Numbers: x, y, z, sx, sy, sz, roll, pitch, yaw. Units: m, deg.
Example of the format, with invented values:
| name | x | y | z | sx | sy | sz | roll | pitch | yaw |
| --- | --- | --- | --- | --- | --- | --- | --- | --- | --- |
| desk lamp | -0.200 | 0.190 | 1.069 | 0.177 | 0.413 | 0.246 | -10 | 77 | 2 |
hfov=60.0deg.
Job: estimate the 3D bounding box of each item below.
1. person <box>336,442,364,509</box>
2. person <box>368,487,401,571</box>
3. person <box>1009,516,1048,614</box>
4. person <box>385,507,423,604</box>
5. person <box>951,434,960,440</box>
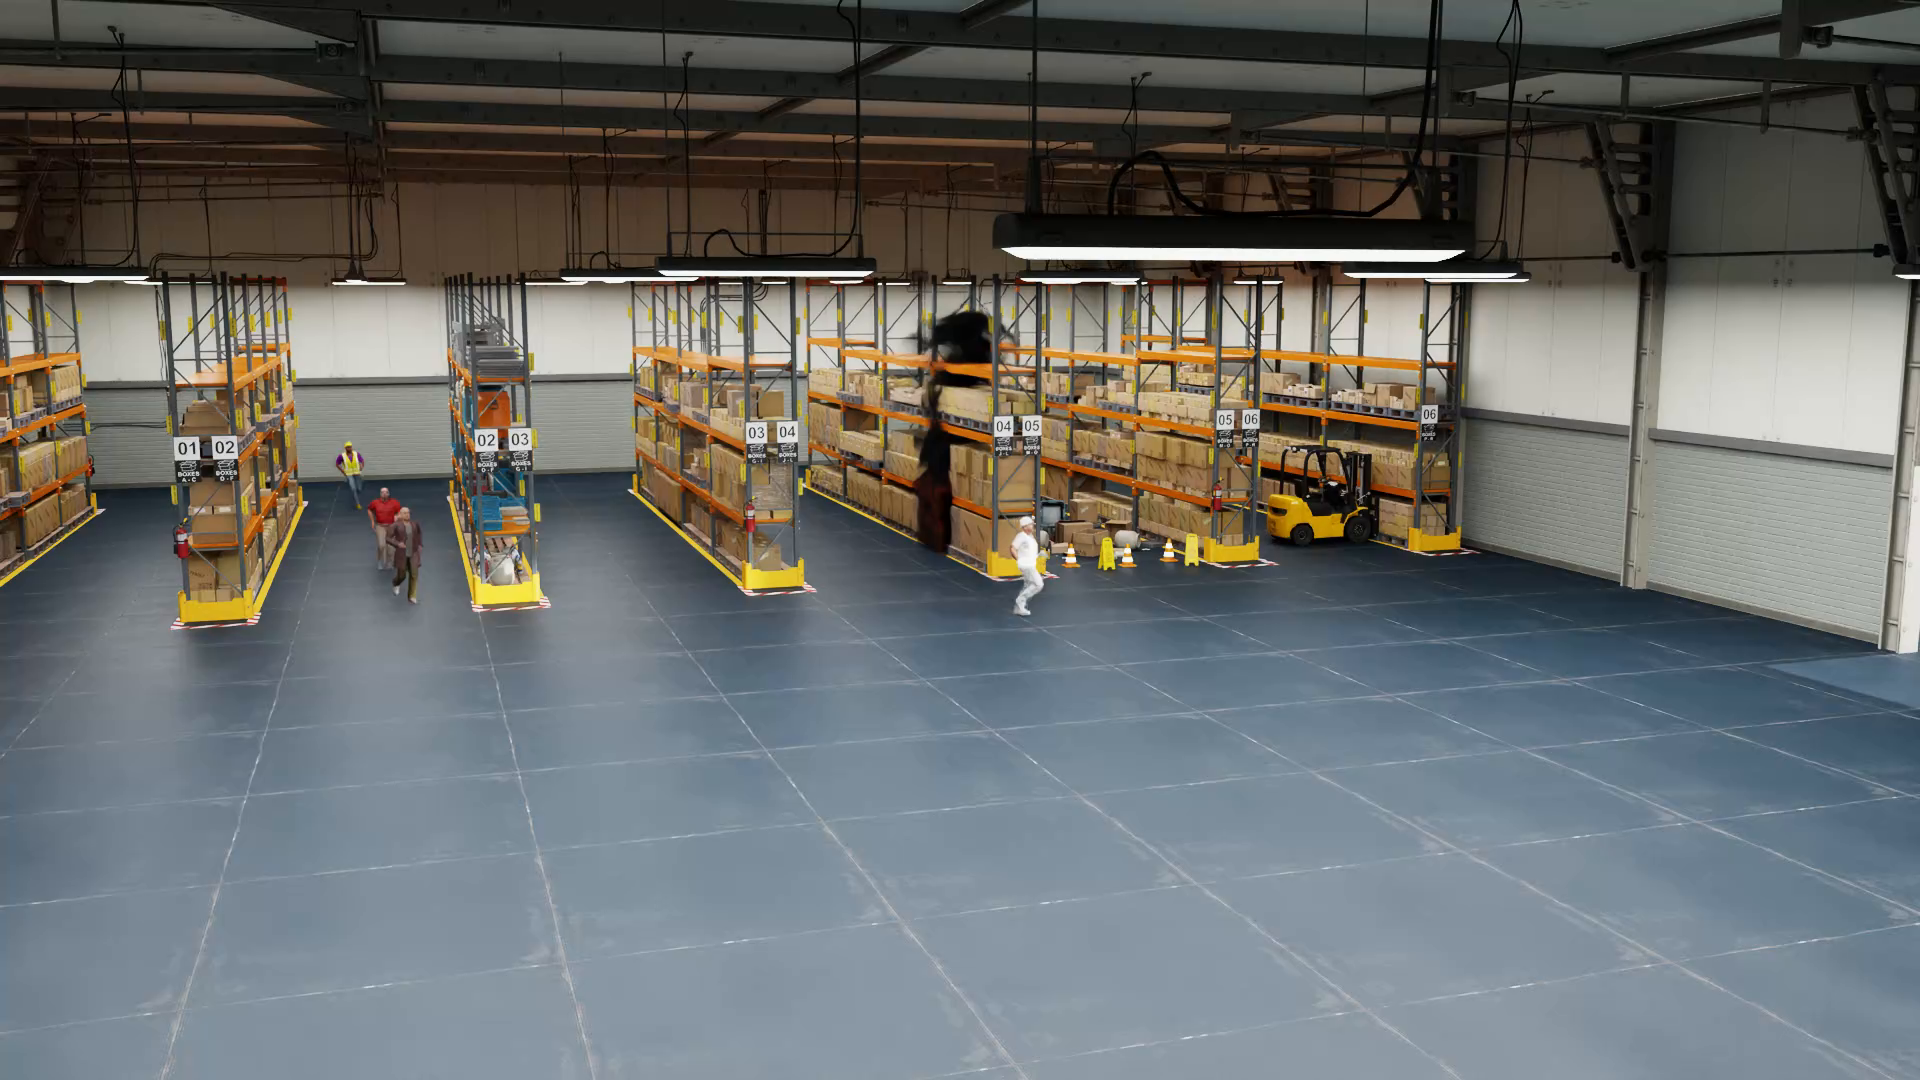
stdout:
| name | x | y | z | sx | sy | sz | roll | pitch | yaw |
| --- | --- | --- | --- | --- | --- | --- | --- | --- | --- |
| person | -15.980 | -1.702 | 43.664 | 0.704 | 1.753 | 0.768 | -6 | 10 | -33 |
| person | -11.688 | -0.217 | 33.906 | 0.661 | 1.729 | 0.685 | -4 | 9 | -24 |
| person | 1.231 | 0.456 | 29.208 | 0.628 | 1.739 | 0.671 | 2 | 9 | 13 |
| person | -10.165 | 0.267 | 30.492 | 0.745 | 1.754 | 0.866 | -7 | 11 | -38 |
| person | -0.168 | -2.755 | 51.220 | 0.571 | 1.550 | 0.557 | -1 | 9 | -7 |
